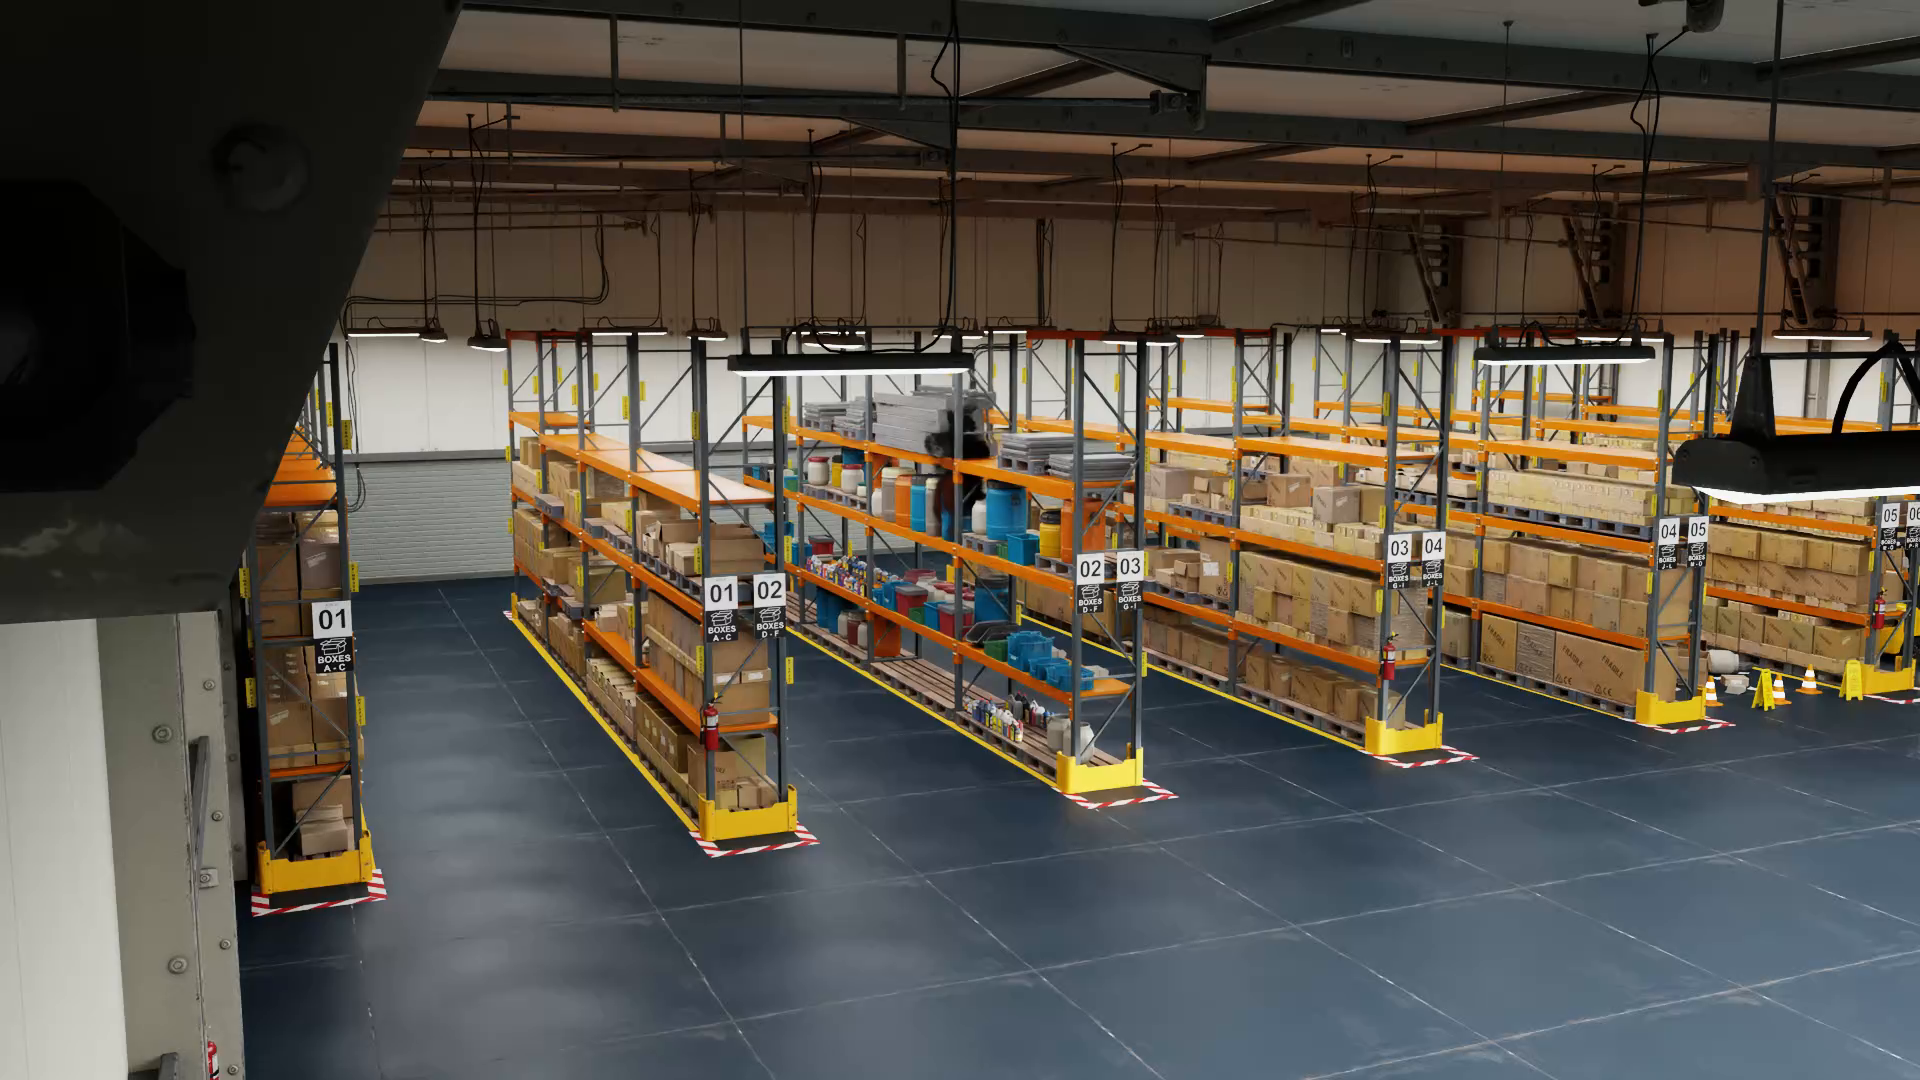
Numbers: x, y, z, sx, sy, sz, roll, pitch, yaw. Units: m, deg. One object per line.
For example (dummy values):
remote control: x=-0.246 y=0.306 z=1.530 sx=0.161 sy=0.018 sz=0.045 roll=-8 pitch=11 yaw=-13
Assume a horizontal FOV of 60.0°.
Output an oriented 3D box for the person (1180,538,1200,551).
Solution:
person: x=5.891 y=-0.275 z=42.132 sx=0.817 sy=1.844 sz=0.650 roll=-4 pitch=9 yaw=-24

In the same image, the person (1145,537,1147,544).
person: x=3.833 y=0.733 z=35.088 sx=0.616 sy=1.664 sz=0.688 roll=-4 pitch=9 yaw=-25

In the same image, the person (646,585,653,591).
person: x=-6.015 y=0.931 z=33.473 sx=0.646 sy=1.723 sz=0.609 roll=-5 pitch=9 yaw=-33
